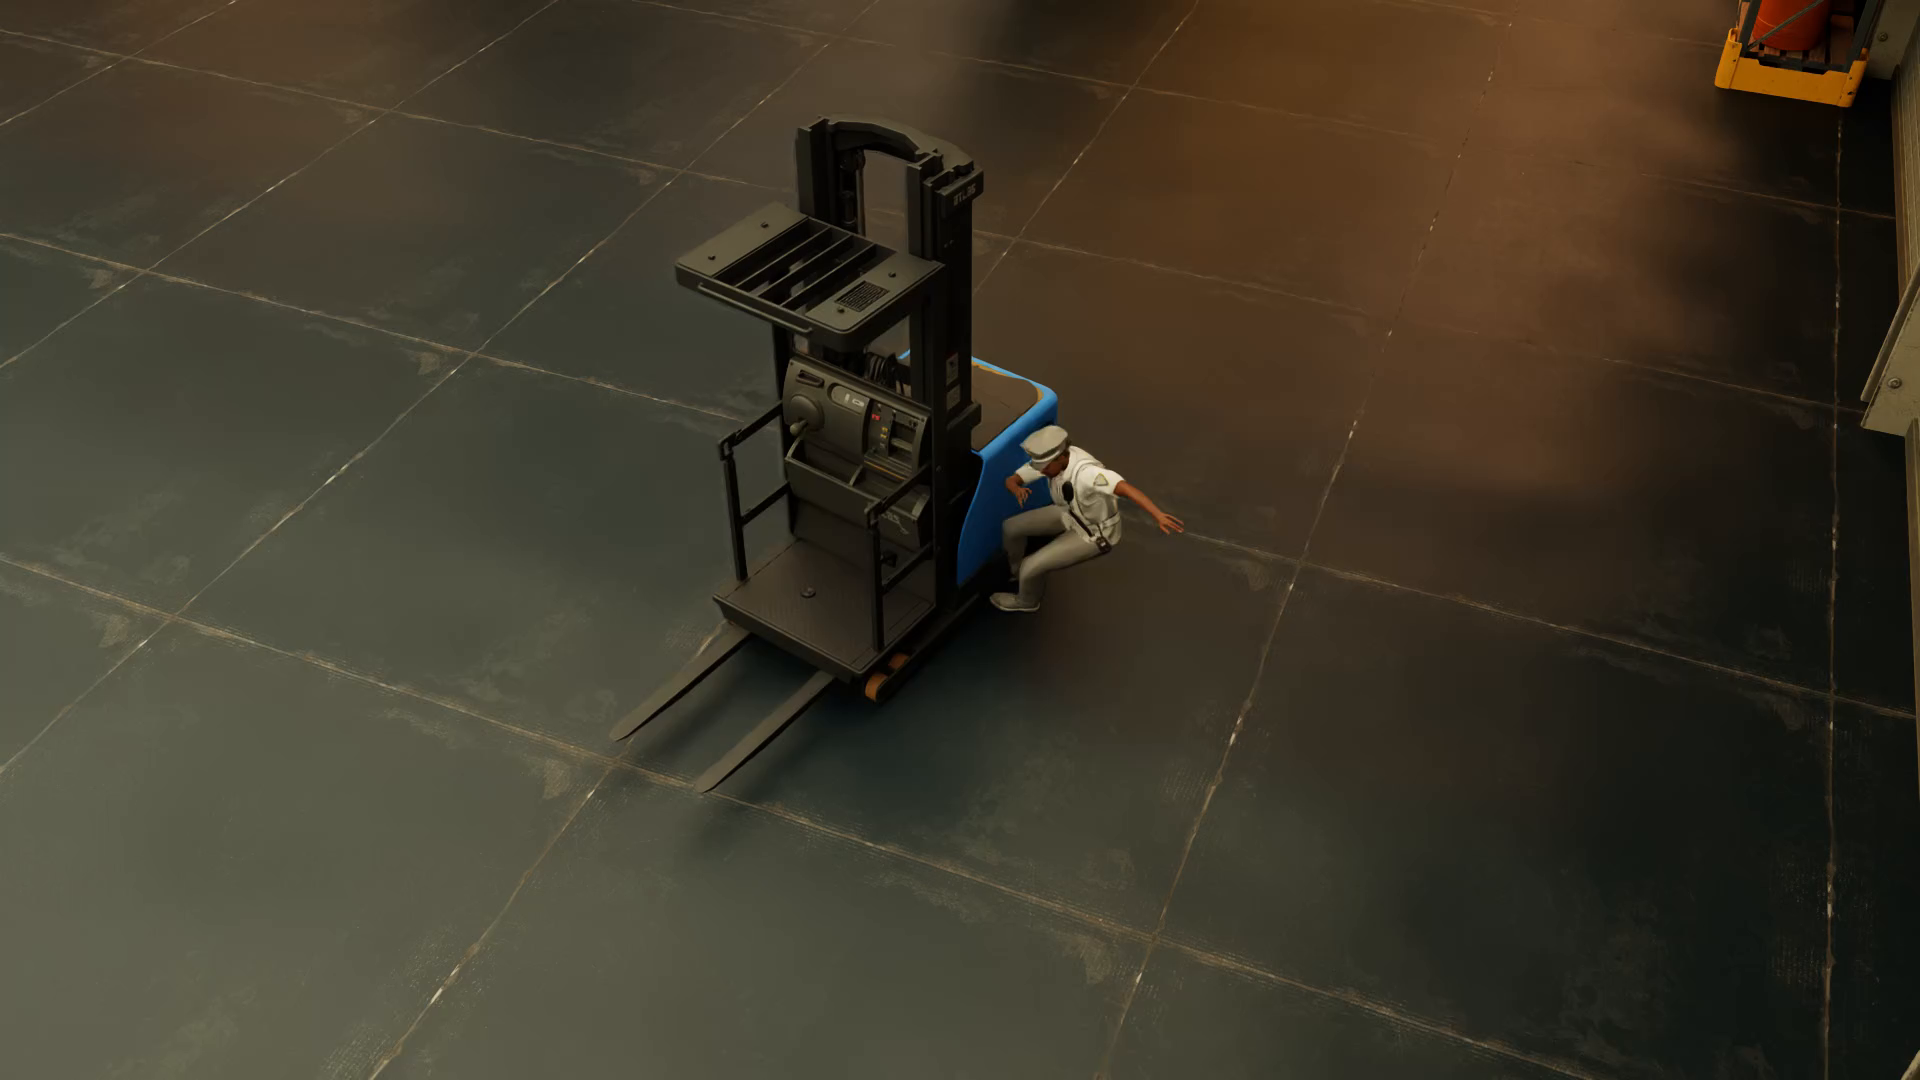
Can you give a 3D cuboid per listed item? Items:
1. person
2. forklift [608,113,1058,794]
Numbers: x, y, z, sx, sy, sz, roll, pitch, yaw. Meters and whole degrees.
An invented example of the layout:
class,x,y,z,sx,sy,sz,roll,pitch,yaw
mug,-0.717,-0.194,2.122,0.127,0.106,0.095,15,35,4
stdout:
class,x,y,z,sx,sy,sz,roll,pitch,yaw
person,0.617,0.013,9.260,0.691,1.356,1.322,-18,43,-21
forklift,-0.686,-0.583,8.702,1.130,2.935,3.031,25,46,27
